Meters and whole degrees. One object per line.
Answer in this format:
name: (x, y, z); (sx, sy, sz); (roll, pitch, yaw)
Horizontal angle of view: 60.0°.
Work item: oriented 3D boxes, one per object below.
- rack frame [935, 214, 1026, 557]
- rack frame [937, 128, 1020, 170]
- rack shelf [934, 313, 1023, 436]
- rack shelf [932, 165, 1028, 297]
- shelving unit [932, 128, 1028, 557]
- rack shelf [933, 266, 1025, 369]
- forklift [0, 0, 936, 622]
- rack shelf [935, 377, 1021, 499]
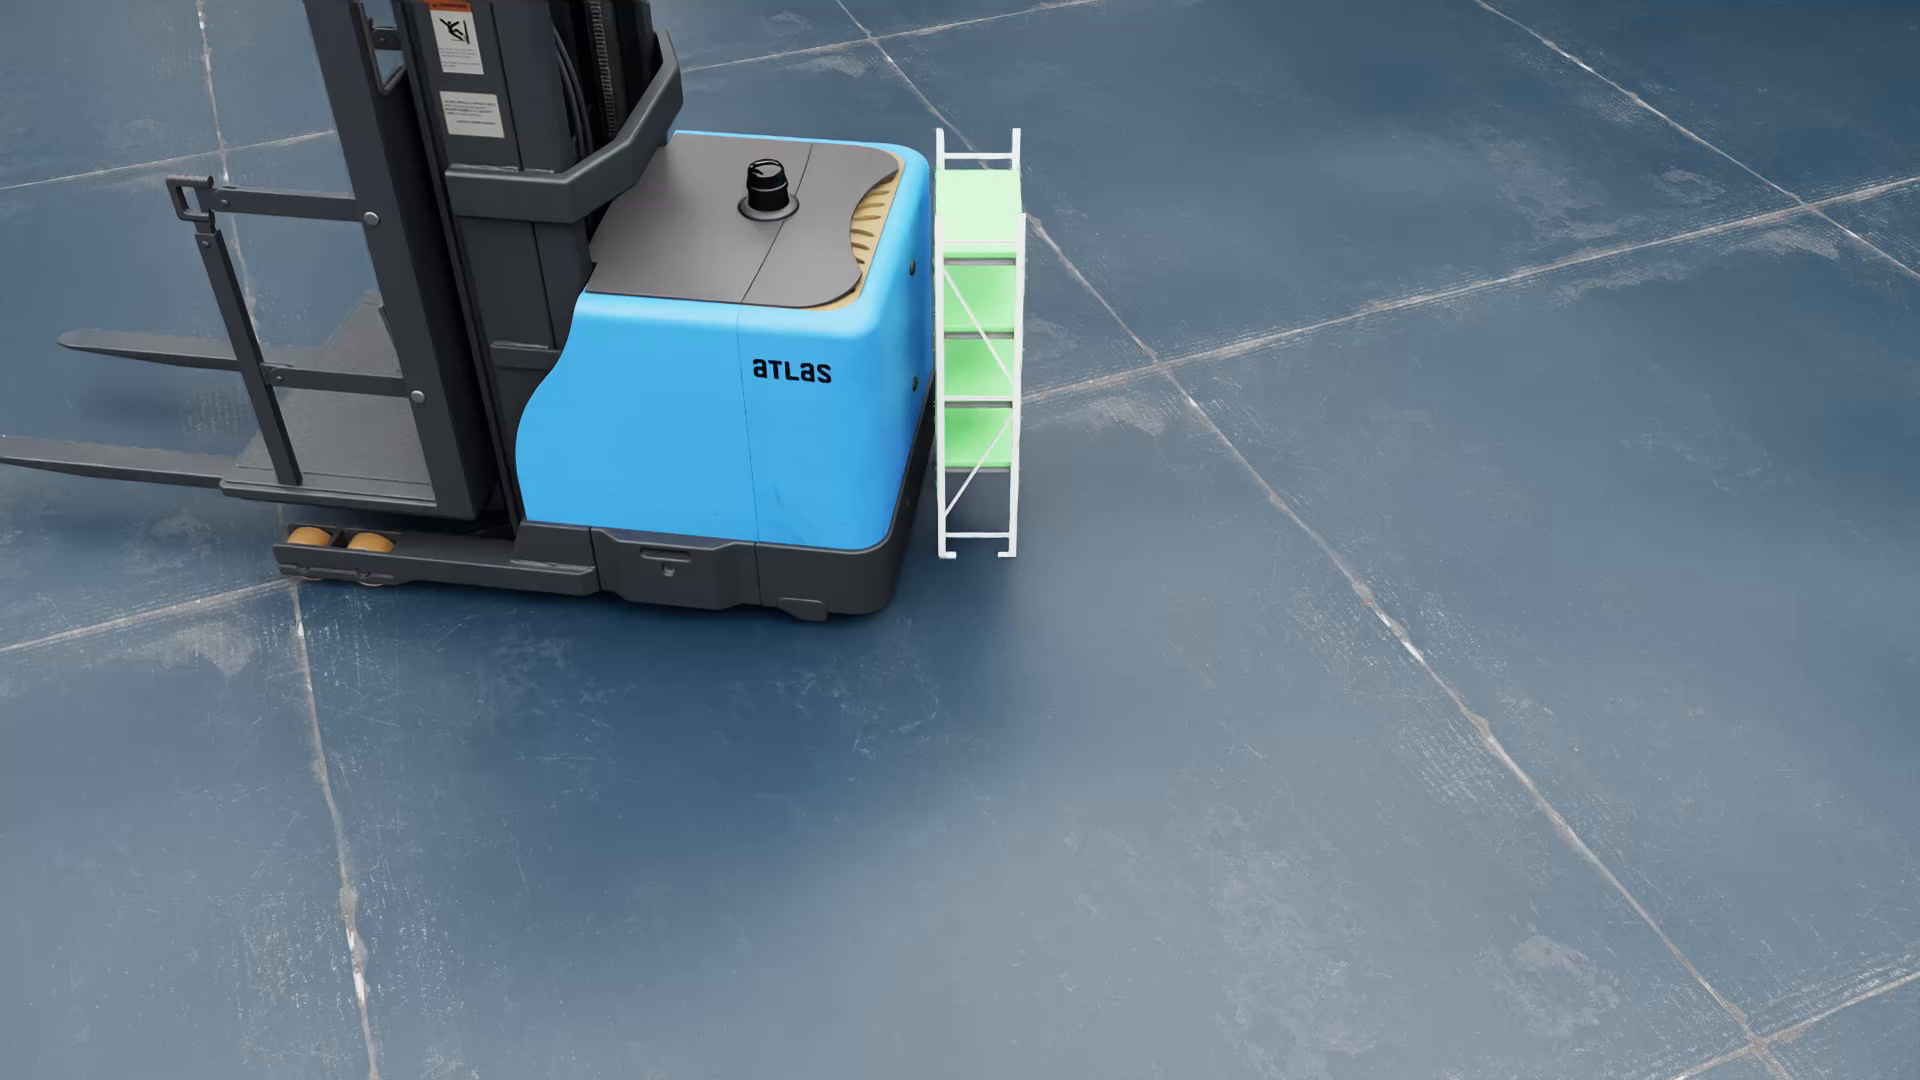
rack frame: (0.054, -0.407, 4.803); (0.240, 1.200, 0.015); (0, 41, 0)
rack frame: (0.053, -0.725, 5.173); (0.240, 1.200, 0.015); (0, 41, 0)
rack shelf: (0.053, -0.518, 5.030); (0.258, 0.148, 0.480); (0, 41, 0)
rack shelf: (0.053, -0.882, 4.717); (0.258, 0.148, 0.480); (0, 41, 0)
shelving unit: (0.053, -0.566, 4.988); (0.258, 1.200, 0.503); (0, 41, 0)
rack shelf: (0.053, -0.700, 4.873); (0.258, 0.148, 0.480); (0, 41, 0)
forklift: (-1.638, -1.305, 4.519); (3.031, 2.935, 1.130); (5, 41, 6)
rack shelf: (0.053, -0.336, 5.186); (0.258, 0.148, 0.480); (0, 41, 0)
